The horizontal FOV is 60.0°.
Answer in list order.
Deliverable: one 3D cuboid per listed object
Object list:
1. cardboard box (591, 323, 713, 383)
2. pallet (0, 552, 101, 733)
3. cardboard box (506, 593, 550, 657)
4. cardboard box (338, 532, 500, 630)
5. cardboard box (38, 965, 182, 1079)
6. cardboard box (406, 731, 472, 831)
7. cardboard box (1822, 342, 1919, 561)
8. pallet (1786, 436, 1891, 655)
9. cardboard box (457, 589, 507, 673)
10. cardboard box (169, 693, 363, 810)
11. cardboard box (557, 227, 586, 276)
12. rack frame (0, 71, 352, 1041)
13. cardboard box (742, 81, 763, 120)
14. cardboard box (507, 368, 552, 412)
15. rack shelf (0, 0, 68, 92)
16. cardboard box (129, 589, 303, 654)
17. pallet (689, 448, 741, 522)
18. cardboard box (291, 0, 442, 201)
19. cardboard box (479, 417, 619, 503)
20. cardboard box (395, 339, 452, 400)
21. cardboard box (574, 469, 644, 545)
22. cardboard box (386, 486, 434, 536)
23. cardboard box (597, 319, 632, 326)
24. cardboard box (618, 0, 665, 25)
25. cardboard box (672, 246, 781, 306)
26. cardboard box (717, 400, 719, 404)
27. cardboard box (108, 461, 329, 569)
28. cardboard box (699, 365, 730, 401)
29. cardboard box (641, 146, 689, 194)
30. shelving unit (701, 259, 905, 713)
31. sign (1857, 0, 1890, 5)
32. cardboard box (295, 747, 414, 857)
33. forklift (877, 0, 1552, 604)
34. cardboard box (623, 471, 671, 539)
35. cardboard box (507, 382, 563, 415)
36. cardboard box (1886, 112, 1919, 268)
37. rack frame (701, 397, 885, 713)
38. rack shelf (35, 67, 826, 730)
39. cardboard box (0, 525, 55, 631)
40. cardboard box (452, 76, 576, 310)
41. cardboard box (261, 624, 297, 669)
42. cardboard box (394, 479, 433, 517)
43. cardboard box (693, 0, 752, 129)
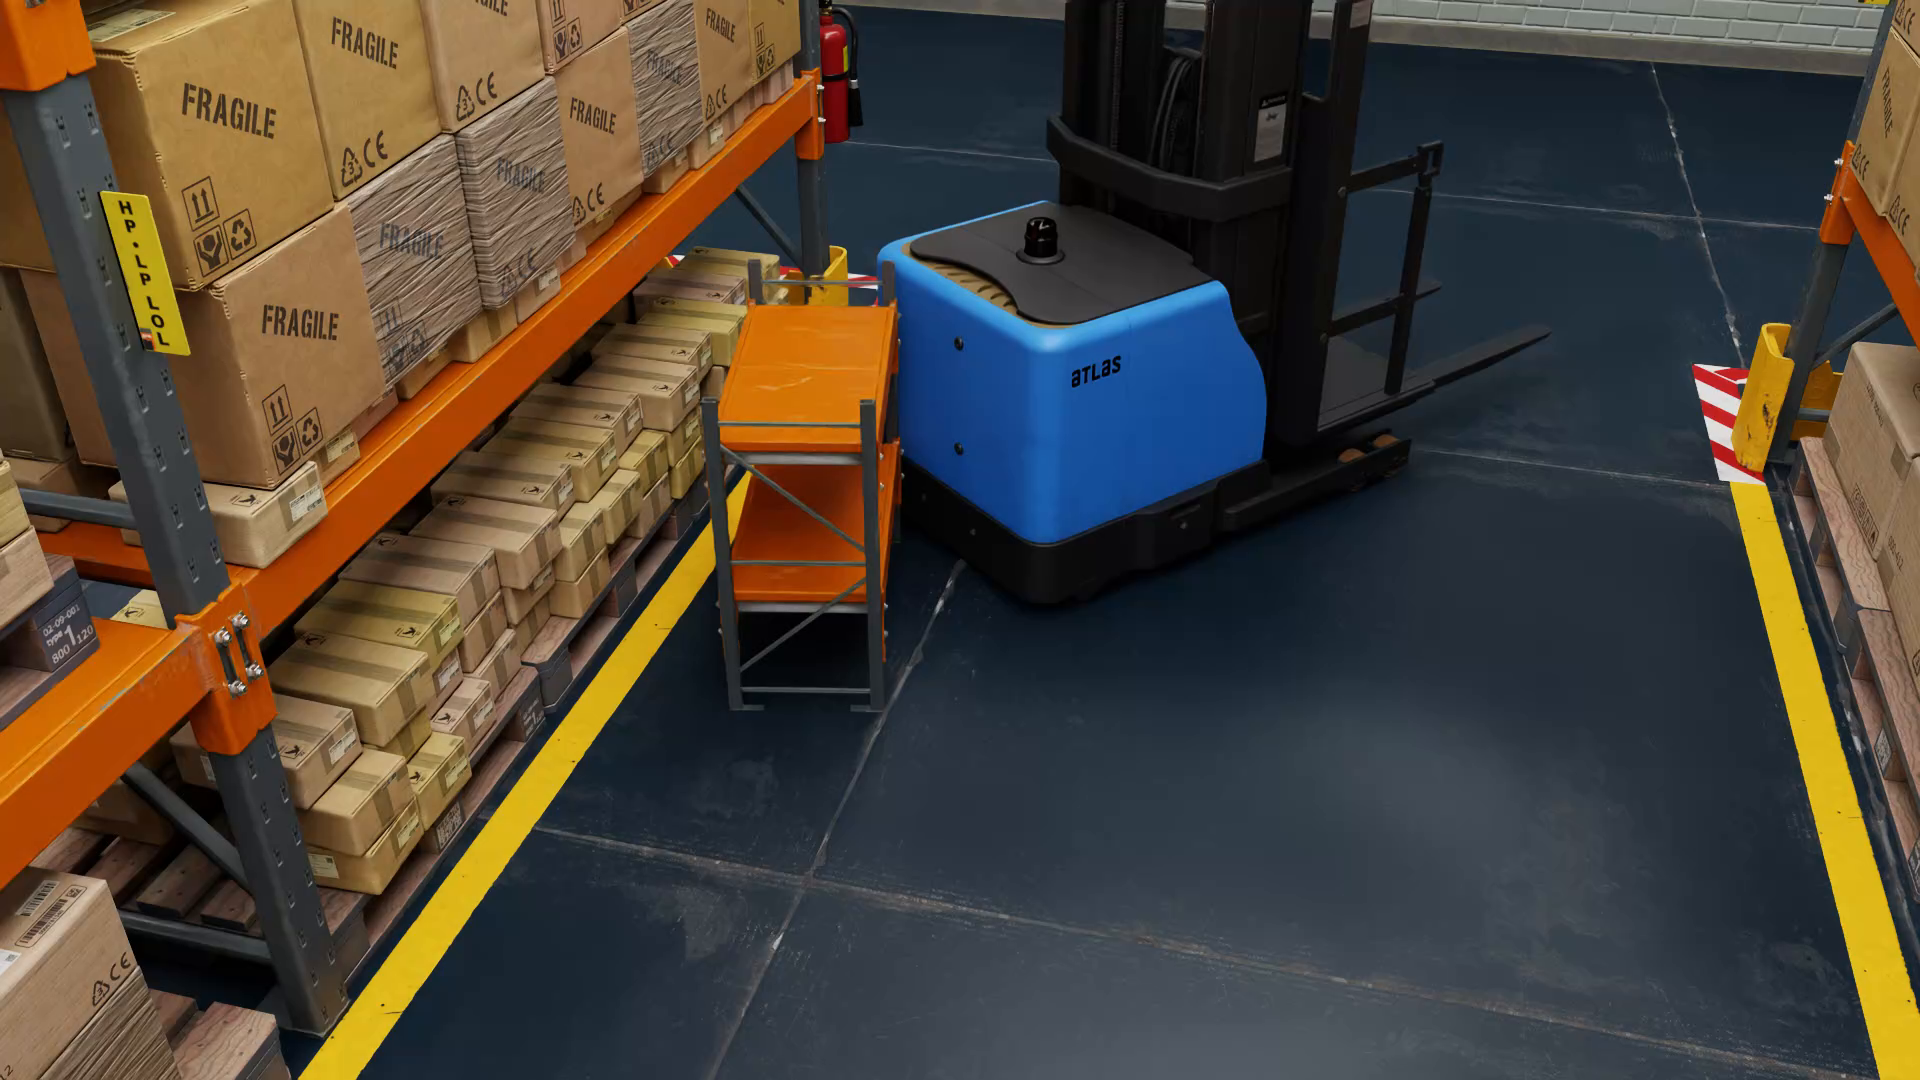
[{"bbox_3d":[-1.151,-0.681,6.237,0.380,0.149,0.250,7,33,10],"label":"cardboard box"},{"bbox_3d":[-2.423,0.368,3.054,1.003,0.211,1.213,8,33,12],"label":"pallet"},{"bbox_3d":[-1.554,0.234,5.352,0.380,0.149,0.250,7,33,10],"label":"cardboard box"},{"bbox_3d":[-1.612,0.124,4.971,0.380,0.149,0.250,7,33,11],"label":"cardboard box"},{"bbox_3d":[-2.032,1.207,3.495,0.500,0.500,0.500,7,33,11],"label":"cardboard box"},{"bbox_3d":[-1.617,0.653,4.693,0.380,0.149,0.250,9,34,14],"label":"cardboard box"},{"bbox_3d":[3.670,-0.284,5.897,0.875,0.438,0.875,7,33,11],"label":"cardboard box"},{"bbox_3d":[3.613,0.059,5.961,1.003,0.211,1.213,8,33,12],"label":"pallet"},{"bbox_3d":[-1.611,0.252,5.047,0.380,0.149,0.250,6,33,10],"label":"cardboard box"},{"bbox_3d":[-1.800,0.535,4.324,0.380,0.149,0.250,9,34,14],"label":"cardboard box"},{"bbox_3d":[-1.389,-0.921,5.137,0.380,0.149,0.250,9,34,14],"label":"cardboard box"},{"bbox_3d":[-2.088,-0.089,3.595,1.000,3.000,0.127,8,33,12],"label":"rack frame"},{"bbox_3d":[-0.982,-1.728,6.406,0.380,0.149,0.250,8,33,12],"label":"cardboard box"},{"bbox_3d":[-1.738,-0.609,6.124,0.380,0.149,0.250,9,34,14],"label":"cardboard box"},{"bbox_3d":[-2.596,-0.014,1.350,1.077,0.370,4.000,8,33,12],"label":"rack shelf"},{"bbox_3d":[-2.167,0.197,4.855,0.380,0.149,0.250,8,33,12],"label":"cardboard box"},{"bbox_3d":[-1.333,-0.532,6.890,1.003,0.211,1.213,8,33,12],"label":"pallet"},{"bbox_3d":[-1.621,-1.151,3.962,0.500,0.500,0.500,7,33,11],"label":"cardboard box"},{"bbox_3d":[-1.379,-0.273,5.594,0.380,0.149,0.250,8,33,13],"label":"cardboard box"},{"bbox_3d":[-1.614,-0.516,4.499,0.380,0.149,0.250,7,33,10],"label":"cardboard box"},{"bbox_3d":[-1.306,-0.135,5.654,0.380,0.149,0.250,8,33,13],"label":"cardboard box"},{"bbox_3d":[-1.916,-0.067,5.549,0.380,0.149,0.250,6,33,10],"label":"cardboard box"},{"bbox_3d":[-1.578,-0.893,6.848,0.380,0.149,0.250,8,33,12],"label":"cardboard box"},{"bbox_3d":[-1.200,-1.950,5.218,0.500,0.500,0.500,10,34,15],"label":"cardboard box"},{"bbox_3d":[-0.962,-1.081,6.866,0.380,0.149,0.250,8,33,13],"label":"cardboard box"},{"bbox_3d":[-1.122,-0.565,6.609,0.380,0.149,0.250,8,33,12],"label":"cardboard box"},{"bbox_3d":[-1.700,-0.086,3.823,0.380,0.149,0.250,9,34,14],"label":"cardboard box"},{"bbox_3d":[-1.061,-0.682,6.516,0.380,0.149,0.250,7,33,10],"label":"cardboard box"},{"bbox_3d":[-1.168,-1.327,5.776,0.380,0.149,0.250,7,33,10],"label":"cardboard box"},{"bbox_3d":[-0.483,-0.199,5.514,0.538,1.125,1.048,1,32,1],"label":"shelving unit"},{"bbox_3d":[3.205,-2.021,5.753,0.100,0.325,0.005,8,33,12],"label":"sign"},{"bbox_3d":[-1.686,0.666,4.395,0.380,0.149,0.250,10,34,15],"label":"cardboard box"},{"bbox_3d":[1.179,-1.637,6.093,3.031,2.935,1.130,-21,38,-30],"label":"forklift"},{"bbox_3d":[-1.265,-0.155,5.964,0.380,0.149,0.250,9,33,13],"label":"cardboard box"},{"bbox_3d":[-1.700,-0.485,6.206,0.380,0.149,0.250,6,33,10],"label":"cardboard box"},{"bbox_3d":[3.240,-1.110,5.106,0.500,0.500,0.500,8,33,12],"label":"cardboard box"},{"bbox_3d":[-0.495,0.074,5.085,0.500,1.125,0.032,1,32,1],"label":"rack frame"},{"bbox_3d":[-1.580,-0.824,5.420,1.077,0.370,4.000,8,33,12],"label":"rack shelf"},{"bbox_3d":[-1.997,0.072,3.183,0.380,0.149,0.250,7,33,11],"label":"cardboard box"},{"bbox_3d":[-1.437,-0.994,4.647,0.500,0.500,0.500,7,33,11],"label":"cardboard box"},{"bbox_3d":[-2.208,0.321,4.938,0.380,0.149,0.250,7,33,11],"label":"cardboard box"},{"bbox_3d":[-1.990,-0.222,5.514,0.380,0.149,0.250,7,33,11],"label":"cardboard box"},{"bbox_3d":[-1.074,-1.798,5.912,0.500,0.500,0.500,7,33,12],"label":"cardboard box"}]
